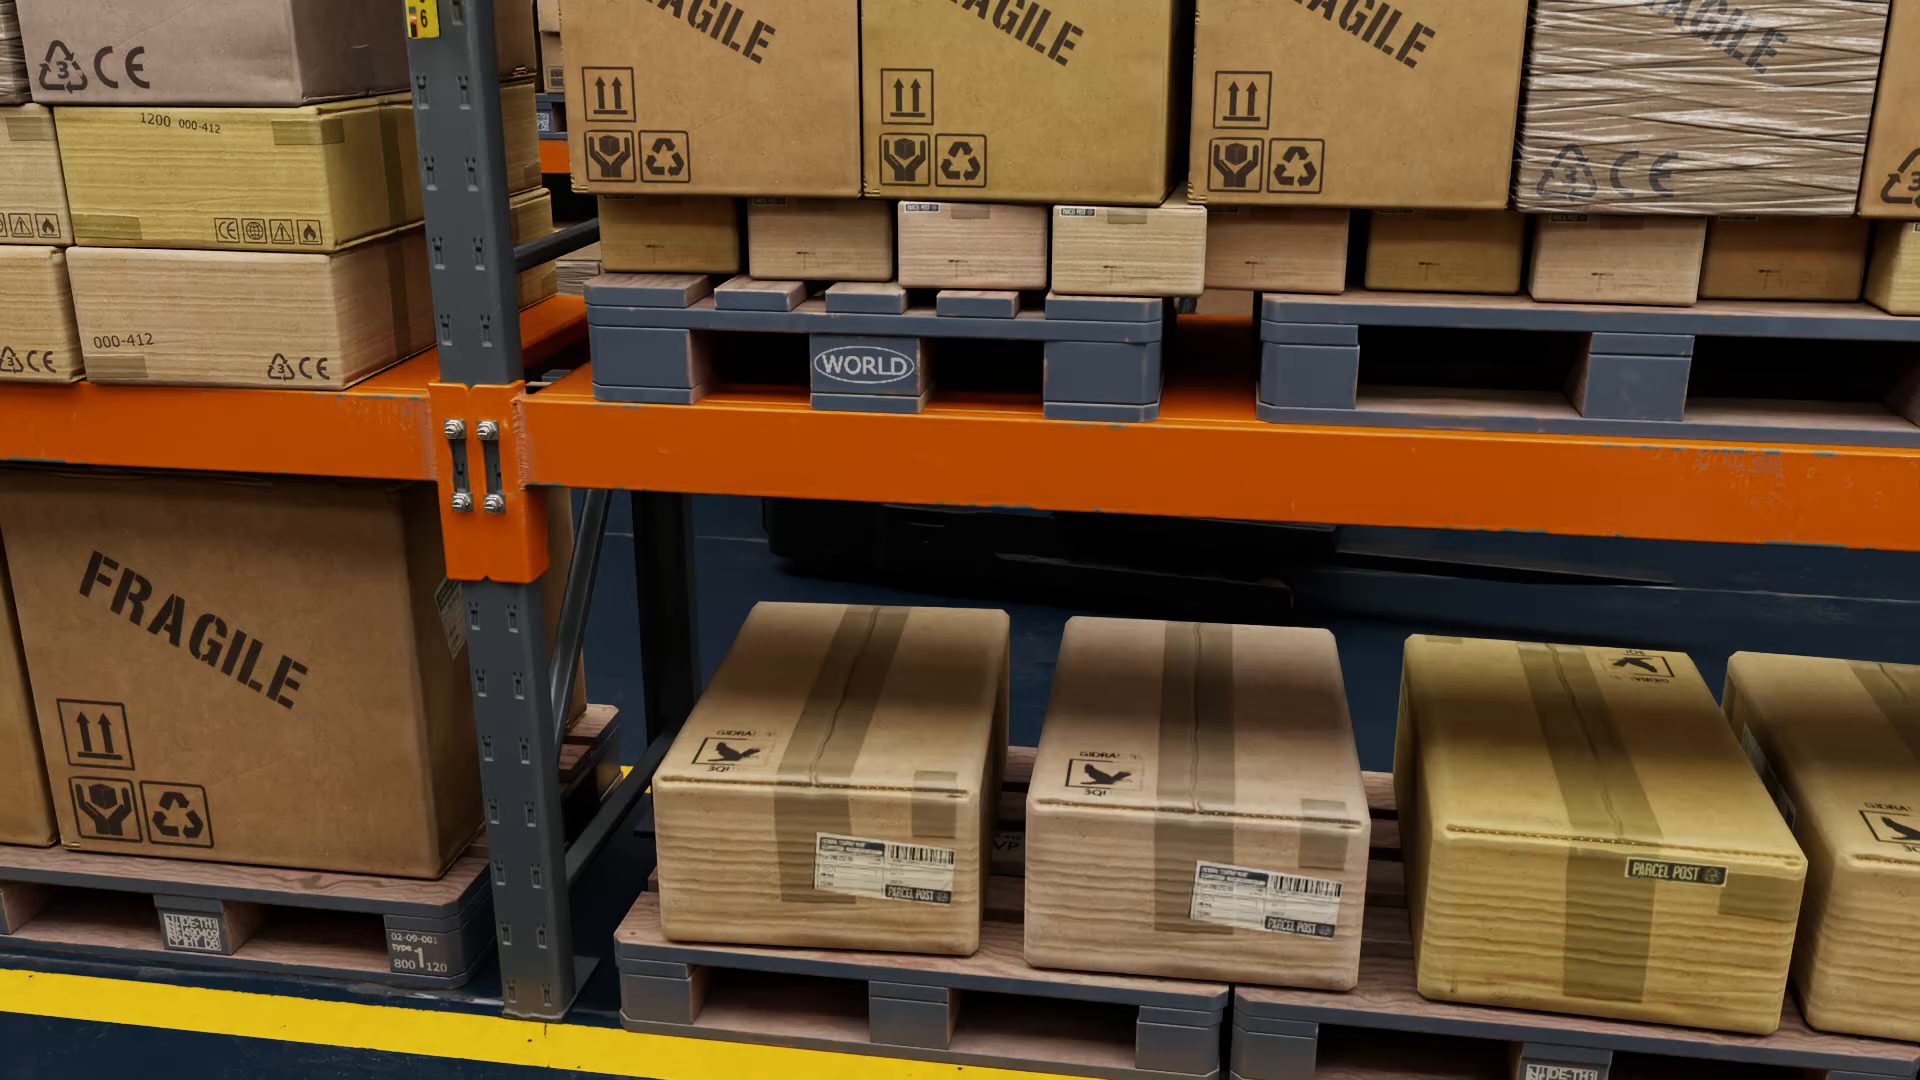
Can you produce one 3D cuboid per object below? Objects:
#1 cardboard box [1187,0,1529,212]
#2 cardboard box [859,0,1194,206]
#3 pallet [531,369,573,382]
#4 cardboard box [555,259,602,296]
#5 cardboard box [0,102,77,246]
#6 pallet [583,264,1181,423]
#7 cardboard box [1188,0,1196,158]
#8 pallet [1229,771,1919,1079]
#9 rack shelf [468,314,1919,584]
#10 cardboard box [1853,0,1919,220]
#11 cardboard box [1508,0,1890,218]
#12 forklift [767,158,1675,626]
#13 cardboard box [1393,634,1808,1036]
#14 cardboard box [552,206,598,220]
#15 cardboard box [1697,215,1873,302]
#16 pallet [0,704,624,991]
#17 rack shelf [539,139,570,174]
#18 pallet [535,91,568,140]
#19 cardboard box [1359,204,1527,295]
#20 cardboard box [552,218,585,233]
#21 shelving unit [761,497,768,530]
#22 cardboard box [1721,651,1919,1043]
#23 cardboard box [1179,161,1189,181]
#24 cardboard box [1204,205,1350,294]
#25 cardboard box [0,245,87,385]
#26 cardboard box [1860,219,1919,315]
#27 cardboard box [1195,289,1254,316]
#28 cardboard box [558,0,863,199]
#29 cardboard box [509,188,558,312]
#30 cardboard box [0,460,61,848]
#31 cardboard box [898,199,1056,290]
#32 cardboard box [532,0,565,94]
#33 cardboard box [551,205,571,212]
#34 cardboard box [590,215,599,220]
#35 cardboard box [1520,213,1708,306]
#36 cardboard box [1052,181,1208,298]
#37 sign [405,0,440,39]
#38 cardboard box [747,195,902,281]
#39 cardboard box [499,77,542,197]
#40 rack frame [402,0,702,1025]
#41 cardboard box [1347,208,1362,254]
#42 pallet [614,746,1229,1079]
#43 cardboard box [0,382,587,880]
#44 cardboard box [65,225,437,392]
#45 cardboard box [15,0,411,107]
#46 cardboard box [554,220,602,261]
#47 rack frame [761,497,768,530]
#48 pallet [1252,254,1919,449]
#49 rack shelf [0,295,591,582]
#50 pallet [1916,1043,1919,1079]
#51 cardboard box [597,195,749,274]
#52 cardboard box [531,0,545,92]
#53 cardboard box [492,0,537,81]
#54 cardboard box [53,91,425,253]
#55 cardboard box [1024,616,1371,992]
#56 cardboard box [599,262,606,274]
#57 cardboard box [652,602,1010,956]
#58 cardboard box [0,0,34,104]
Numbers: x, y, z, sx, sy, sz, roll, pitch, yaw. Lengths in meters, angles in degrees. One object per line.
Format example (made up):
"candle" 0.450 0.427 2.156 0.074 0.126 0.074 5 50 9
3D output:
"cardboard box" 0.658 -0.844 2.810 0.500 0.500 0.500 3 19 10
"cardboard box" 0.133 -0.869 2.884 0.500 0.500 0.500 4 19 11
"pallet" -1.939 -0.945 8.794 1.213 0.211 1.003 3 19 9
"cardboard box" -1.984 -1.197 8.432 0.500 0.500 0.500 2 19 7
"cardboard box" -1.816 -0.736 3.223 0.500 0.250 0.500 2 19 7
"pallet" -0.070 -0.507 3.393 1.003 0.211 1.213 3 19 9
"cardboard box" 0.713 -1.004 3.290 0.500 0.500 0.500 2 19 5
"pallet" 1.182 0.824 3.508 1.213 0.211 1.003 3 19 9
"rack shelf" 1.184 -0.158 3.183 4.000 0.370 1.077 3 19 9
"cardboard box" 1.668 -0.790 2.650 0.500 0.500 0.500 4 19 11
"cardboard box" 1.151 -0.816 2.728 0.500 0.500 0.500 2 19 7
"forklift" 0.887 -1.287 5.530 3.031 2.935 1.130 6 19 16
"cardboard box" 1.244 0.553 3.403 0.625 0.372 0.950 4 19 10
"cardboard box" -2.017 -1.676 8.840 0.250 0.149 0.380 2 19 6
"cardboard box" 1.358 -0.520 2.863 0.250 0.149 0.380 2 19 7
"pallet" -1.557 0.659 4.001 1.213 0.211 1.003 3 19 9
"rack shelf" -1.981 -1.915 8.433 4.000 0.370 1.077 3 19 9
"pallet" -1.928 -2.161 8.337 1.213 0.211 1.003 3 19 9
"cardboard box" 0.842 -0.543 2.932 0.250 0.149 0.380 4 19 11
"cardboard box" -2.074 -1.526 8.393 0.250 0.149 0.380 3 19 9
"shelving unit" -0.636 -0.634 6.308 0.189 1.200 0.258 6 19 16
"cardboard box" 1.930 0.587 3.300 0.625 0.372 0.950 4 19 12
"cardboard box" 0.350 -0.733 3.500 0.250 0.149 0.380 2 19 6
"cardboard box" 0.556 -0.545 2.938 0.250 0.149 0.380 4 19 12
"cardboard box" -1.838 -0.494 3.289 0.500 0.250 0.500 3 19 10
"cardboard box" 1.602 -0.474 2.727 0.250 0.149 0.380 3 19 9
"cardboard box" 1.253 -1.162 8.131 0.625 0.625 0.875 4 19 10
"cardboard box" -0.383 -0.893 2.956 0.500 0.500 0.500 2 19 7
"cardboard box" -1.234 -0.633 3.703 0.500 0.250 0.500 3 19 8
"cardboard box" -2.339 0.101 3.960 0.875 0.875 0.875 3 19 9
"cardboard box" 0.038 -0.553 2.962 0.250 0.149 0.380 2 19 5
"cardboard box" -1.648 -2.428 8.007 0.637 0.503 0.797 2 19 7
"cardboard box" -2.262 -1.698 8.907 0.250 0.149 0.380 3 19 9
"cardboard box" -1.757 -1.649 8.760 0.250 0.149 0.380 3 19 9
"cardboard box" 1.089 -0.509 2.832 0.250 0.149 0.380 4 19 10
"cardboard box" 0.306 -0.532 2.901 0.250 0.149 0.380 3 19 9
"sign" -0.875 -0.975 2.666 0.005 0.325 0.100 3 19 9
"cardboard box" -0.225 -0.581 3.046 0.250 0.149 0.380 2 19 5
"cardboard box" -1.251 -0.869 3.622 0.500 0.250 0.500 3 19 8
"rack frame" -0.790 -0.600 3.370 0.127 3.000 1.000 3 19 9
"cardboard box" 0.852 -0.671 3.316 0.250 0.149 0.380 3 19 9
"pallet" -0.019 0.762 3.693 1.213 0.211 1.003 3 19 9
"cardboard box" -1.459 0.147 3.822 0.875 0.875 0.875 3 19 8
"cardboard box" -1.331 -0.473 3.227 0.500 0.250 0.500 2 19 7
"cardboard box" -1.342 -1.066 3.028 0.500 0.500 0.500 2 19 7
"cardboard box" -1.839 -1.498 8.308 0.250 0.149 0.380 2 19 6
"rack frame" -0.724 -0.643 6.333 0.006 1.200 0.240 6 19 16
"pallet" 1.171 -0.423 3.141 1.213 0.211 1.003 3 19 9
"rack shelf" -2.765 -0.360 3.785 4.000 0.370 1.077 3 19 9
"pallet" 2.390 0.885 3.326 1.213 0.211 1.003 3 19 9
"cardboard box" -0.499 -0.606 3.120 0.250 0.149 0.380 2 19 5
"cardboard box" -2.228 -2.443 8.059 0.500 0.500 0.700 3 19 8
"cardboard box" -1.238 -1.223 3.498 0.500 0.500 0.500 2 19 7
"cardboard box" -1.309 -0.711 3.149 0.500 0.250 0.500 3 19 8
"cardboard box" 0.496 0.513 3.522 0.625 0.372 0.950 3 19 8
"cardboard box" -1.468 -1.177 8.372 0.500 0.500 0.500 4 19 11
"cardboard box" -0.234 0.478 3.626 0.625 0.372 0.950 2 19 5
"cardboard box" -1.850 -1.089 3.098 0.500 0.500 0.500 3 19 10
